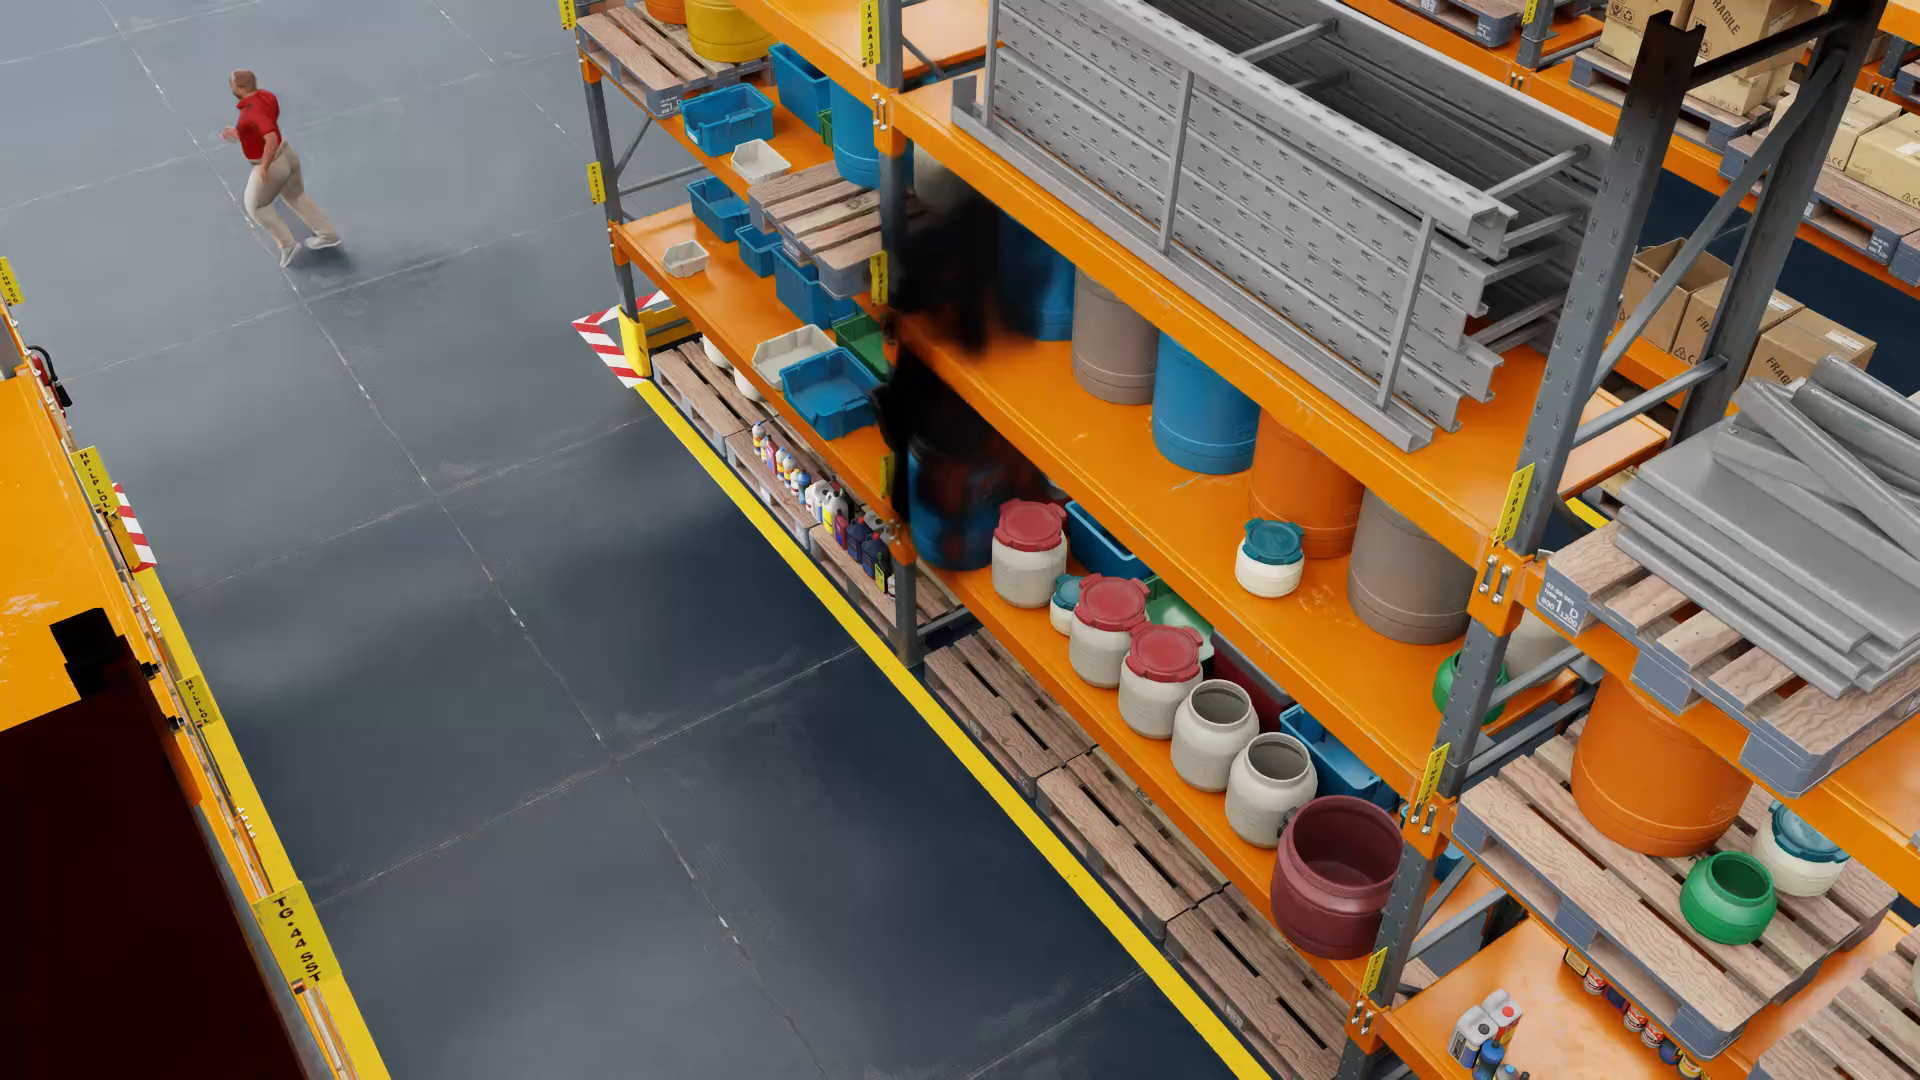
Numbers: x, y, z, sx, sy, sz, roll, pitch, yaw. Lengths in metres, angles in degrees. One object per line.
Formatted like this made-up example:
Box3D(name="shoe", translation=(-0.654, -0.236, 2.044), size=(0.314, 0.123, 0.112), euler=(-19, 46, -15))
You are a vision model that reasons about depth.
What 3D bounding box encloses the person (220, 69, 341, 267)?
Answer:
Box3D(name="person", translation=(-5.748, -3.079, 13.881), size=(0.752, 1.798, 0.680), euler=(2, 43, 2))
